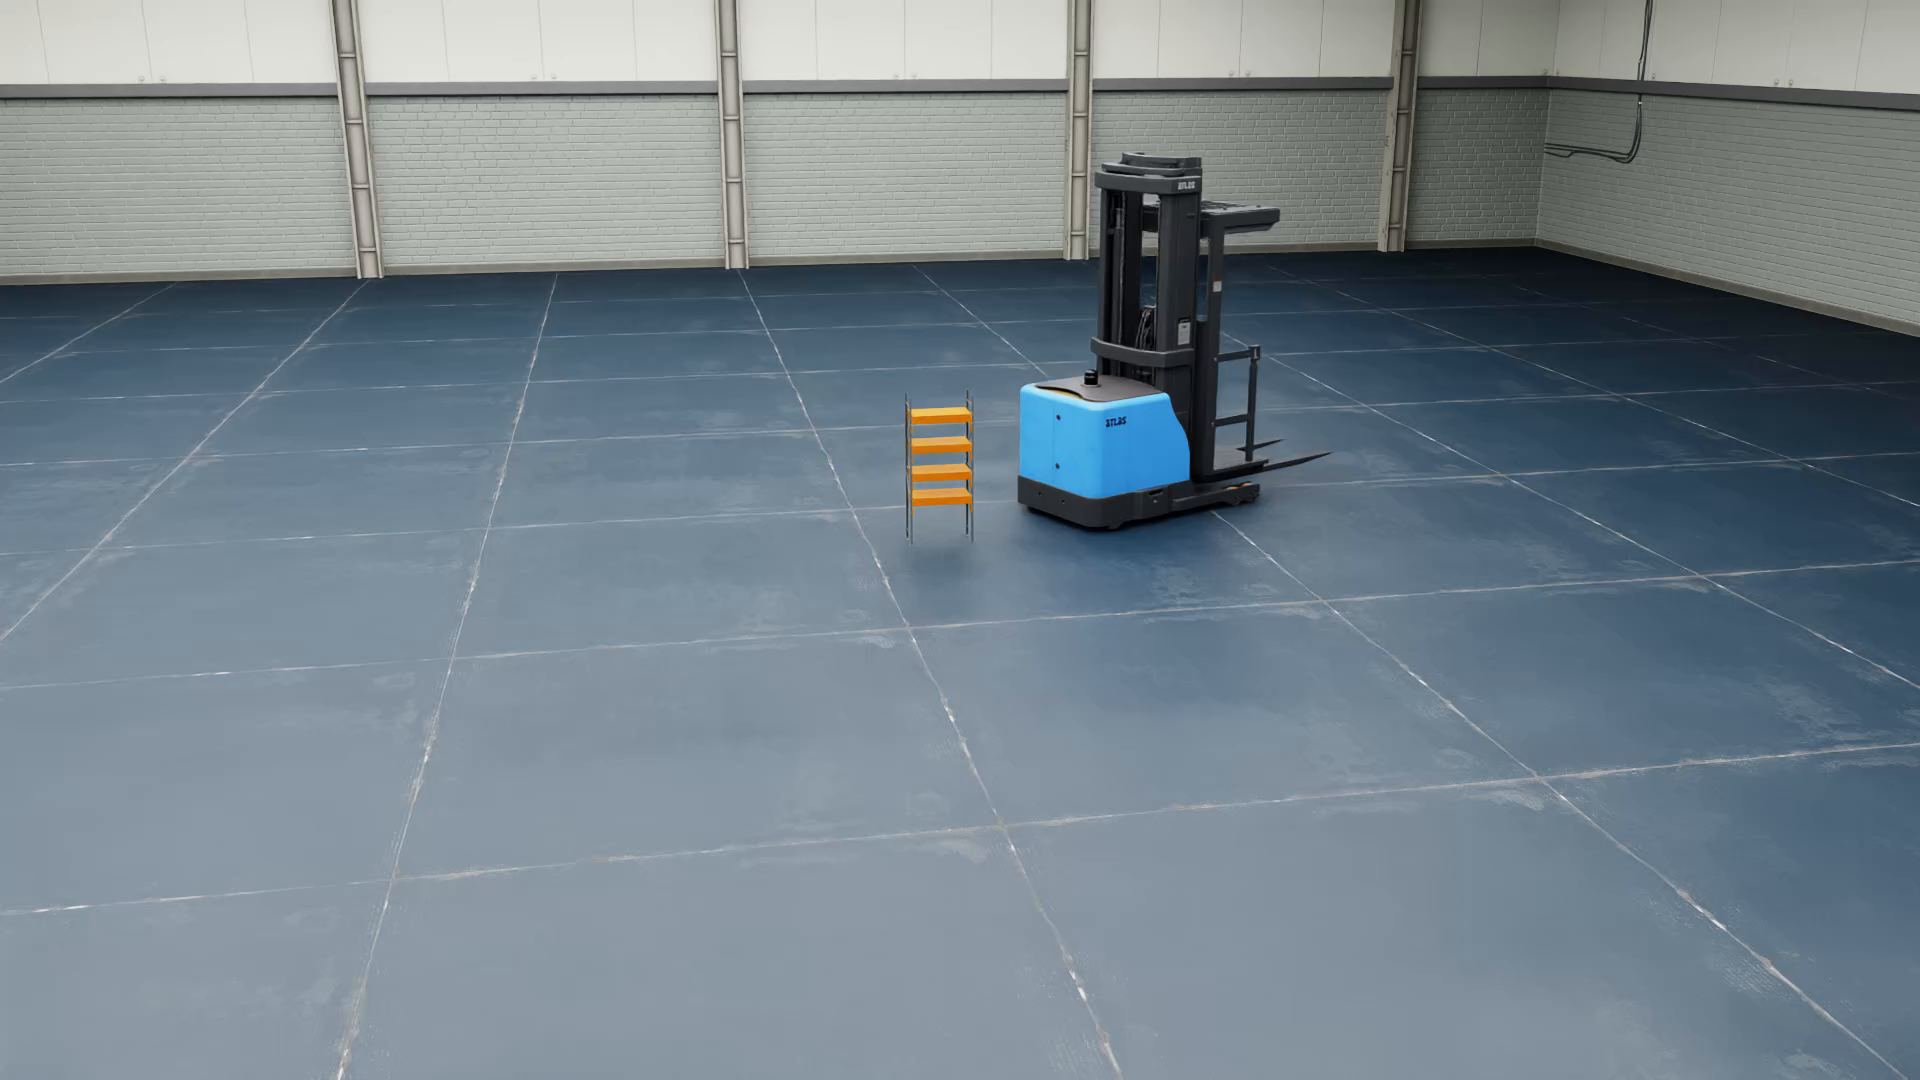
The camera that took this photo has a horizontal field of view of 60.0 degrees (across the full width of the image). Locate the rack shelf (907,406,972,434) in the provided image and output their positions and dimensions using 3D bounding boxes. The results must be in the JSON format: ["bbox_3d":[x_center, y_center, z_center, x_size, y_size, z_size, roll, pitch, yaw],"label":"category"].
[{"bbox_3d":[-0.163,-0.940,12.990,0.480,0.148,0.258,-3,17,-10],"label":"rack shelf"}]

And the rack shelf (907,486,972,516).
[{"bbox_3d":[-0.163,-0.310,13.184,0.480,0.148,0.258,-3,17,-10],"label":"rack shelf"}]

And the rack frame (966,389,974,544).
[{"bbox_3d":[0.077,-0.578,13.150,0.015,1.200,0.240,-3,17,-10],"label":"rack frame"}]

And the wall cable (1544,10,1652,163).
[{"bbox_3d":[11.097,-7.948,29.151,0.112,2.526,3.097,-3,17,-10],"label":"wall cable"}]

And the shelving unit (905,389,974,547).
[{"bbox_3d":[-0.163,-0.564,13.106,0.503,1.200,0.258,-3,17,-10],"label":"shelving unit"}]

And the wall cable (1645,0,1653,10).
[{"bbox_3d":[11.610,-9.582,25.870,0.112,2.526,3.097,-3,17,-10],"label":"wall cable"}]

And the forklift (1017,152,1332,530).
[{"bbox_3d":[1.978,-1.807,14.204,3.031,2.935,1.130,-12,21,-34],"label":"forklift"}]

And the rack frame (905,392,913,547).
[{"bbox_3d":[-0.402,-0.551,13.061,0.015,1.200,0.240,-3,17,-10],"label":"rack frame"}]

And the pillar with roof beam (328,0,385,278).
[{"bbox_3d":[-8.903,-7.406,22.097,0.400,9.000,9.100,-3,17,-10],"label":"pillar with roof beam"}]

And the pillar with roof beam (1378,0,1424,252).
[{"bbox_3d":[8.771,-8.408,25.361,0.400,9.000,9.100,-3,17,-10],"label":"pillar with roof beam"}]

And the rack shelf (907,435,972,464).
[{"bbox_3d":[-0.163,-0.714,13.060,0.480,0.148,0.258,-3,17,-10],"label":"rack shelf"}]

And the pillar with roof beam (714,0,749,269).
[{"bbox_3d":[-3.011,-7.740,23.185,0.400,9.000,9.100,-3,17,-10],"label":"pillar with roof beam"}]

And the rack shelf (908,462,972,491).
[{"bbox_3d":[-0.163,-0.500,13.125,0.480,0.148,0.258,-3,17,-10],"label":"rack shelf"}]
